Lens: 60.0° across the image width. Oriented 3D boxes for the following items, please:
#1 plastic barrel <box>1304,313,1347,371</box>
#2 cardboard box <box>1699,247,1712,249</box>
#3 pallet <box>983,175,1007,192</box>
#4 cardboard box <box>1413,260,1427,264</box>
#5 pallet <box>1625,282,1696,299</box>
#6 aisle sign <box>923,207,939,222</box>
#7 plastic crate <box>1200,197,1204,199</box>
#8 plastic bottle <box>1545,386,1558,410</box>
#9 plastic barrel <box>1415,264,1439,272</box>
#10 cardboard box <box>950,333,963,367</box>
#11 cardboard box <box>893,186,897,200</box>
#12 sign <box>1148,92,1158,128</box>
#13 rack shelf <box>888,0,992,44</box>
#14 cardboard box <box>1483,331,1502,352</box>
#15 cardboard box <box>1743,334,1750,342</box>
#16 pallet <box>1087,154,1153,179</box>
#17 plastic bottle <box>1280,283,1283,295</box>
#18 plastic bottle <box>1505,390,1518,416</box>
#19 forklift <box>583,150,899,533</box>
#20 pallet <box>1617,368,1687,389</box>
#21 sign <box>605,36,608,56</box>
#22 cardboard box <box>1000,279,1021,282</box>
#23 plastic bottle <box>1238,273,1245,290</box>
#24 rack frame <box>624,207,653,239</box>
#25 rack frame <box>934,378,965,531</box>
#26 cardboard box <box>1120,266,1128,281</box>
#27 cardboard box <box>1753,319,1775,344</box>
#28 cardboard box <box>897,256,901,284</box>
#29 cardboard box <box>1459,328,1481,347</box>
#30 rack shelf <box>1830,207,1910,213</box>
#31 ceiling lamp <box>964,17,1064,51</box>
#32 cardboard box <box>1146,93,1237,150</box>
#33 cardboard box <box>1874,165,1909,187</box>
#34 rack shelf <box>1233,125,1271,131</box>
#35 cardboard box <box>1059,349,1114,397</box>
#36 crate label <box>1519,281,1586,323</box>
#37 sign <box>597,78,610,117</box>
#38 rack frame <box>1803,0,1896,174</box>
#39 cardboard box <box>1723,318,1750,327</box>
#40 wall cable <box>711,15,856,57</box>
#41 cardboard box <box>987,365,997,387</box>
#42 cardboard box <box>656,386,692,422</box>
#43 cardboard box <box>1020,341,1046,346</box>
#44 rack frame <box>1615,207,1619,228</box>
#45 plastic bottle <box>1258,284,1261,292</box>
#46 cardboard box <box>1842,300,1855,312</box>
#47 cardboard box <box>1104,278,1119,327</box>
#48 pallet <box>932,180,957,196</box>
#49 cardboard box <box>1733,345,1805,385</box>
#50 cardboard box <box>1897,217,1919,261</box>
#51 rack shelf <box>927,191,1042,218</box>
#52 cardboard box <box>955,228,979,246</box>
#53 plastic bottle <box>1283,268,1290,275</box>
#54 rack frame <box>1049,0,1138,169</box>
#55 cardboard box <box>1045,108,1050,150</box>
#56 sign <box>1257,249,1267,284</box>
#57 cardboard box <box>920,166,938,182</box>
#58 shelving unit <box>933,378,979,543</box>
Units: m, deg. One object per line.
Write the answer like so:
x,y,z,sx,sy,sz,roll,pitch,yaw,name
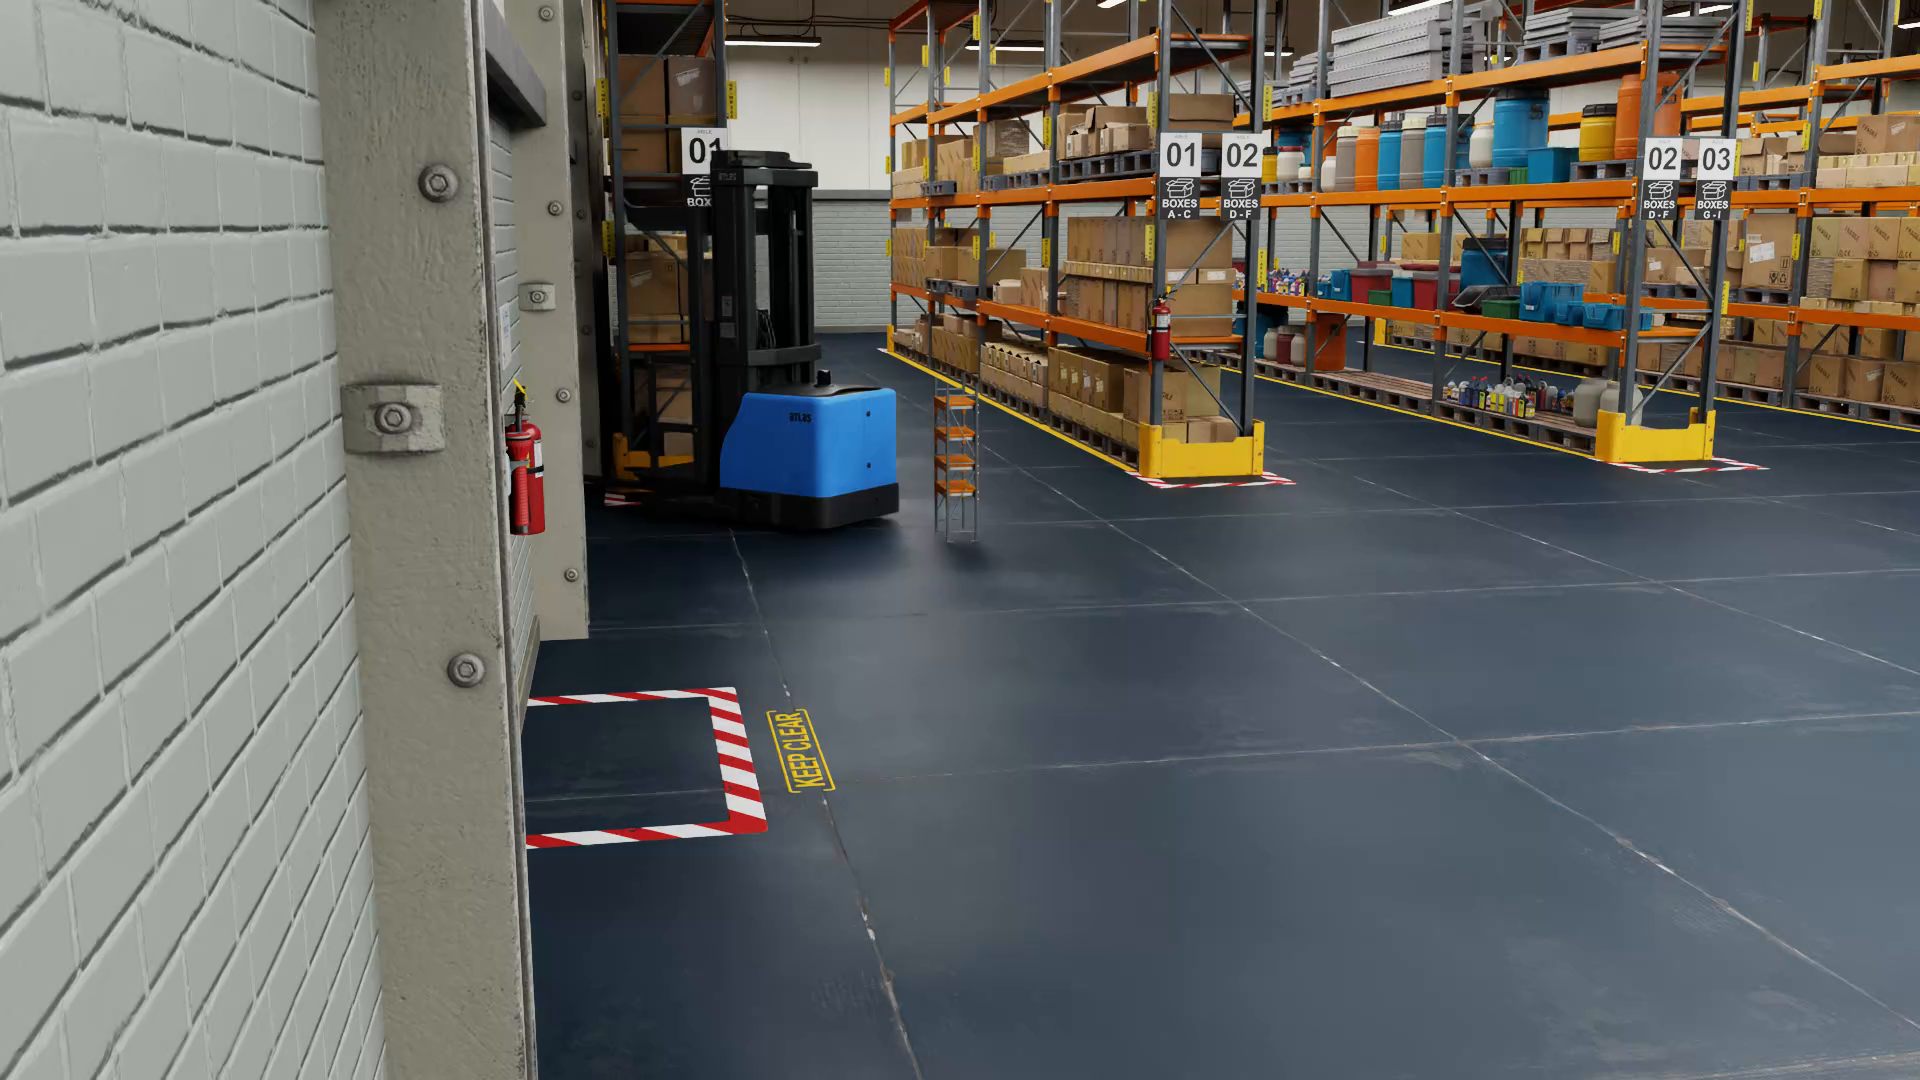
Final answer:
5.511,-2.992,25.075,0.600,0.830,0.708,-2,11,-11,plastic barrel
14.117,-5.207,30.970,0.500,0.500,0.500,-2,11,-13,cardboard box
0.983,-4.843,22.601,1.213,0.211,1.003,-2,11,-8,pallet
8.955,-5.197,31.586,0.500,0.250,0.500,-2,11,-13,cardboard box
10.724,-3.722,24.741,1.213,0.211,1.003,-2,11,-11,pallet
-0.506,-6.351,31.090,0.394,0.787,0.004,-2,11,-11,aisle sign
4.354,-6.043,28.849,0.416,0.233,0.300,-2,11,-11,plastic crate
6.936,-1.675,19.583,0.152,0.276,0.135,-2,11,-10,plastic bottle
6.287,-3.414,22.247,0.433,0.535,0.433,0,11,0,plastic barrel
0.142,-2.925,25.553,0.500,0.500,0.500,-3,11,-13,cardboard box
-0.942,-6.347,30.399,0.500,0.250,0.500,-2,11,-11,cardboard box
1.784,-3.968,15.345,0.100,0.325,0.005,-2,11,-11,sign
-0.404,-8.910,28.478,1.077,0.370,4.000,-2,11,-11,rack shelf
9.847,-3.722,28.790,1.225,0.875,0.875,-2,11,-11,cardboard box
14.781,-3.771,30.990,0.380,0.149,0.250,-2,11,-9,cardboard box
1.966,-3.901,17.384,1.003,0.211,1.213,-2,11,-11,pallet
4.981,-3.877,25.576,0.097,0.201,0.097,0,11,0,plastic bottle
6.342,-1.567,19.016,0.152,0.276,0.135,-2,11,-13,plastic bottle
-2.010,-1.684,13.706,3.031,2.935,1.130,7,13,33,forklift
10.632,-2.430,24.897,1.003,0.211,1.213,-2,11,-11,pallet
-5.422,-7.604,25.659,0.100,0.325,0.005,-2,11,-11,sign
0.791,-3.471,23.150,0.500,0.311,0.500,-1,11,-7,cardboard box
4.628,-4.245,27.321,0.097,0.271,0.097,0,11,0,plastic bottle
-4.095,-3.402,22.550,1.000,3.000,0.127,-2,11,-11,rack frame
-0.080,-0.665,12.979,0.240,1.200,0.015,-2,11,-11,rack frame
1.857,-2.736,17.047,0.380,0.149,0.250,-2,11,-9,cardboard box
14.471,-3.671,29.526,0.500,0.500,0.500,-2,11,-9,cardboard box
-0.860,-4.914,30.226,0.500,0.500,0.500,-2,11,-12,cardboard box
9.653,-3.963,30.055,0.875,0.875,0.875,-2,11,-11,cardboard box
19.035,-6.524,32.851,1.077,0.370,4.000,-2,11,-11,rack shelf
1.140,-11.448,33.163,2.000,3.185,0.800,-2,11,-11,ceiling lamp
2.211,-4.021,16.004,0.797,0.503,0.637,-1,11,-7,cardboard box
11.289,-4.329,19.796,0.500,0.250,0.500,-3,11,-13,cardboard box
4.456,-7.260,29.768,1.077,0.370,4.000,-2,11,-11,rack shelf
1.429,-1.886,18.807,0.500,0.500,0.500,-2,11,-11,cardboard box
6.555,-2.641,18.453,0.502,0.435,0.616,-2,11,-11,crate label
-3.088,-3.827,14.391,0.100,0.325,0.005,-2,11,-11,sign
11.259,-6.156,20.974,1.000,3.000,0.127,-2,11,-11,rack frame
14.263,-3.992,30.559,0.380,0.149,0.250,-2,11,-9,cardboard box
-3.747,-9.921,35.552,3.097,2.526,0.112,-2,11,-11,wall cable
0.676,-2.240,22.673,0.500,0.250,0.500,-2,11,-13,cardboard box
-2.790,-1.294,16.984,0.700,0.500,0.500,-3,11,-15,cardboard box
1.107,-2.627,23.208,0.500,0.311,0.500,-2,11,-10,cardboard box
13.810,-5.572,33.949,1.000,3.000,0.127,-2,11,-11,rack frame
4.801,-4.082,26.464,0.097,0.271,0.097,0,11,0,plastic bottle
11.175,-2.899,20.576,0.380,0.149,0.250,-2,11,-11,cardboard box
1.937,-2.535,17.726,0.700,0.500,0.500,-2,11,-9,cardboard box
0.248,-5.386,25.451,1.213,0.211,1.003,-2,11,-11,pallet
11.086,-2.399,22.787,0.700,0.500,0.500,-2,11,-11,cardboard box
11.401,-3.529,19.479,0.500,0.500,0.500,-2,11,-11,cardboard box
0.374,-5.070,25.214,1.077,0.370,4.000,-2,11,-11,rack shelf
0.169,-4.954,27.760,0.500,0.500,0.500,-2,11,-10,cardboard box
5.380,-4.282,27.301,0.144,0.351,0.185,-2,11,-11,plastic bottle
1.541,-5.797,19.085,1.000,3.000,0.127,-2,11,-11,rack frame
1.326,-5.042,20.416,0.500,0.500,0.500,-1,11,-6,cardboard box
2.865,-2.599,15.803,0.100,0.325,0.005,-2,11,-11,sign
-0.376,-6.042,27.458,0.500,0.250,0.500,-2,11,-11,cardboard box
-0.032,-0.620,12.744,0.258,1.200,0.503,-2,11,-11,shelving unit
